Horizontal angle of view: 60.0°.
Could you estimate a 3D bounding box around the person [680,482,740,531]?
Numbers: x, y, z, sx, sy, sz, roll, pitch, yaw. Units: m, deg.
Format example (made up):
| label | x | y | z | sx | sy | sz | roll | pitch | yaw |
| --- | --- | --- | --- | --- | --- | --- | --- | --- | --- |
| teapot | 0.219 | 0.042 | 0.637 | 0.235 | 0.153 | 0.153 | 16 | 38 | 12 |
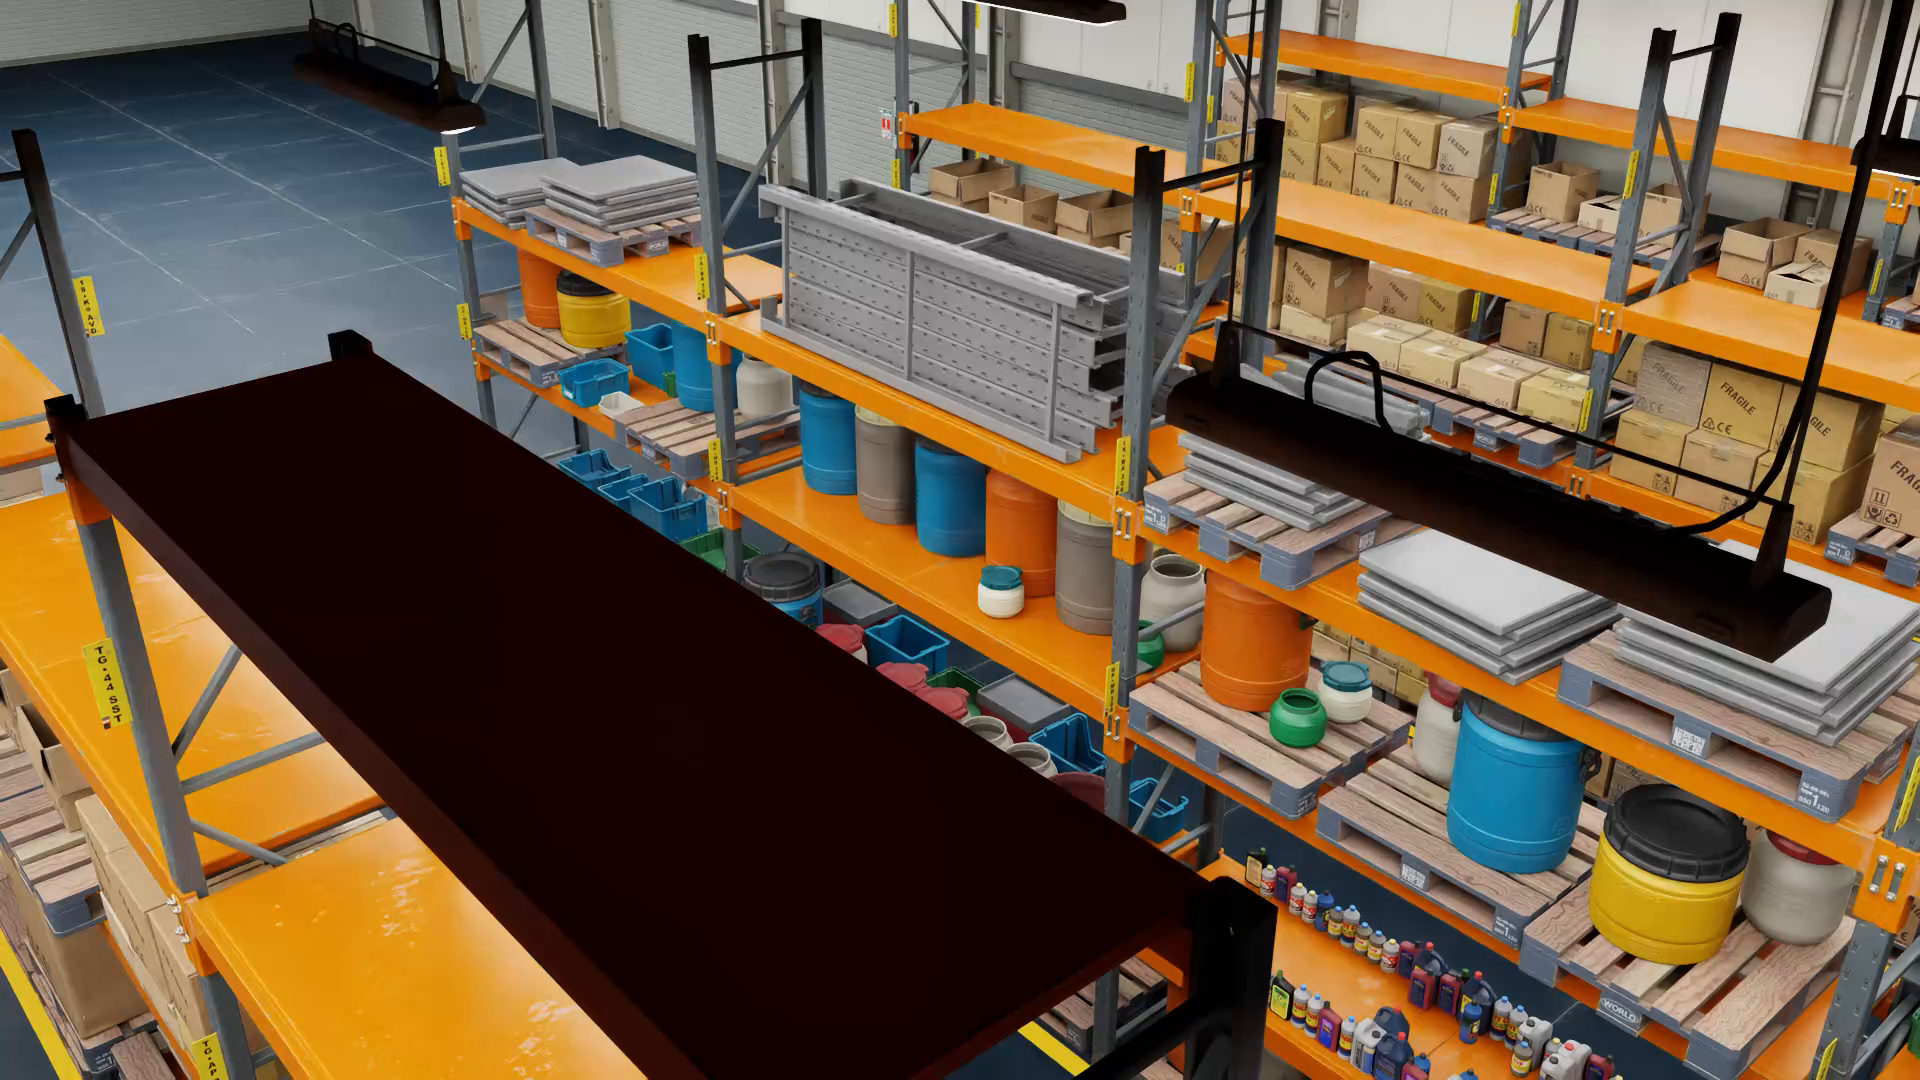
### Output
| label | x | y | z | sx | sy | sz | roll | pitch | yaw |
| --- | --- | --- | --- | --- | --- | --- | --- | --- | --- |
| person | -2.530 | -0.534 | 16.646 | 0.745 | 1.782 | 0.561 | 17 | 32 | 30 |
